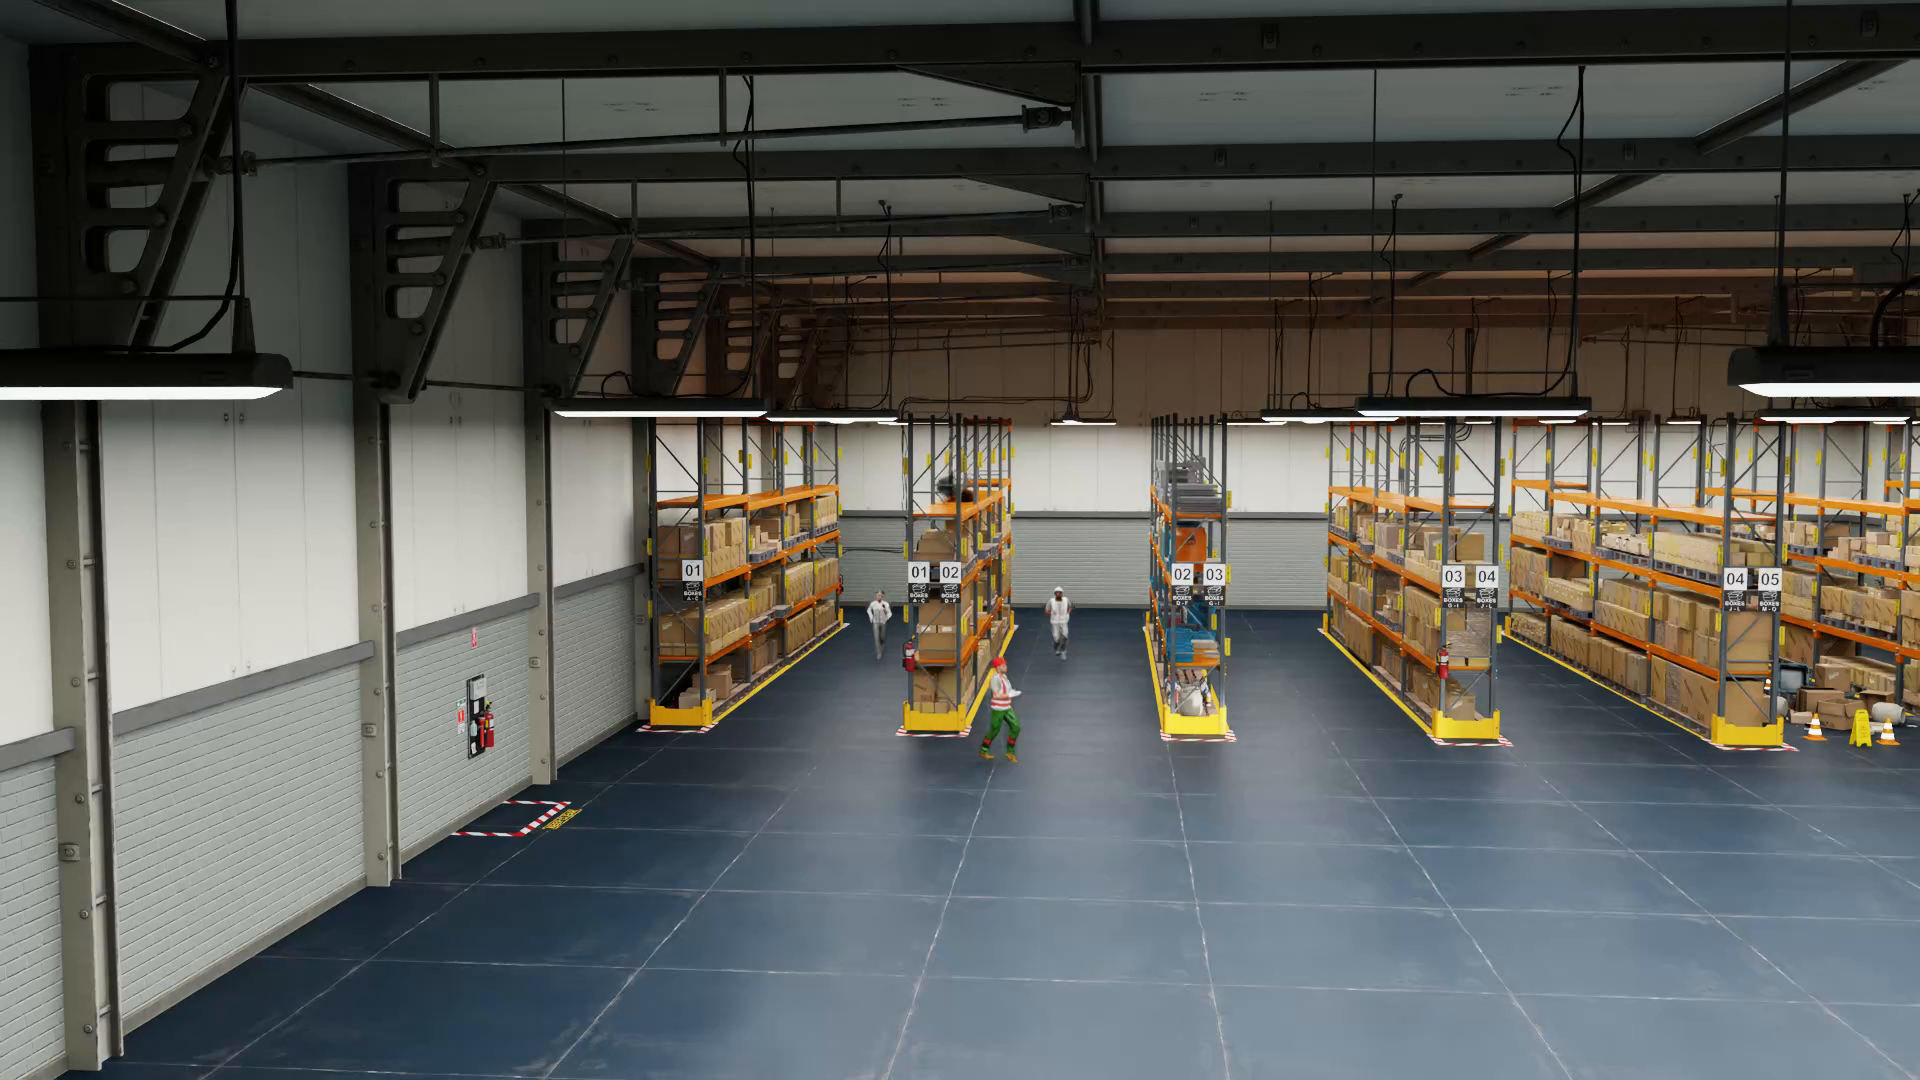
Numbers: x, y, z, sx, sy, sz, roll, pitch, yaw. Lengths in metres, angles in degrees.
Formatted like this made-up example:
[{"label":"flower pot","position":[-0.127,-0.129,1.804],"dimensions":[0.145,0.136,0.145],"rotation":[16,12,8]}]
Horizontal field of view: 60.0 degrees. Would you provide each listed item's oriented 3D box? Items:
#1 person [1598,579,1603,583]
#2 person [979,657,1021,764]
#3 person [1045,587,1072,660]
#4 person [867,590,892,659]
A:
[{"label":"person","position":[17.212,1.874,45.010],"dimensions":[0.582,1.668,0.499],"rotation":[0,4,-4]},{"label":"person","position":[0.706,2.917,28.378],"dimensions":[0.777,1.842,0.641],"rotation":[2,4,29]},{"label":"person","position":[2.370,1.990,39.856],"dimensions":[0.666,1.742,0.687],"rotation":[0,4,-1]},{"label":"person","position":[-2.019,2.095,41.674],"dimensions":[0.618,1.694,0.826],"rotation":[0,4,-2]}]
